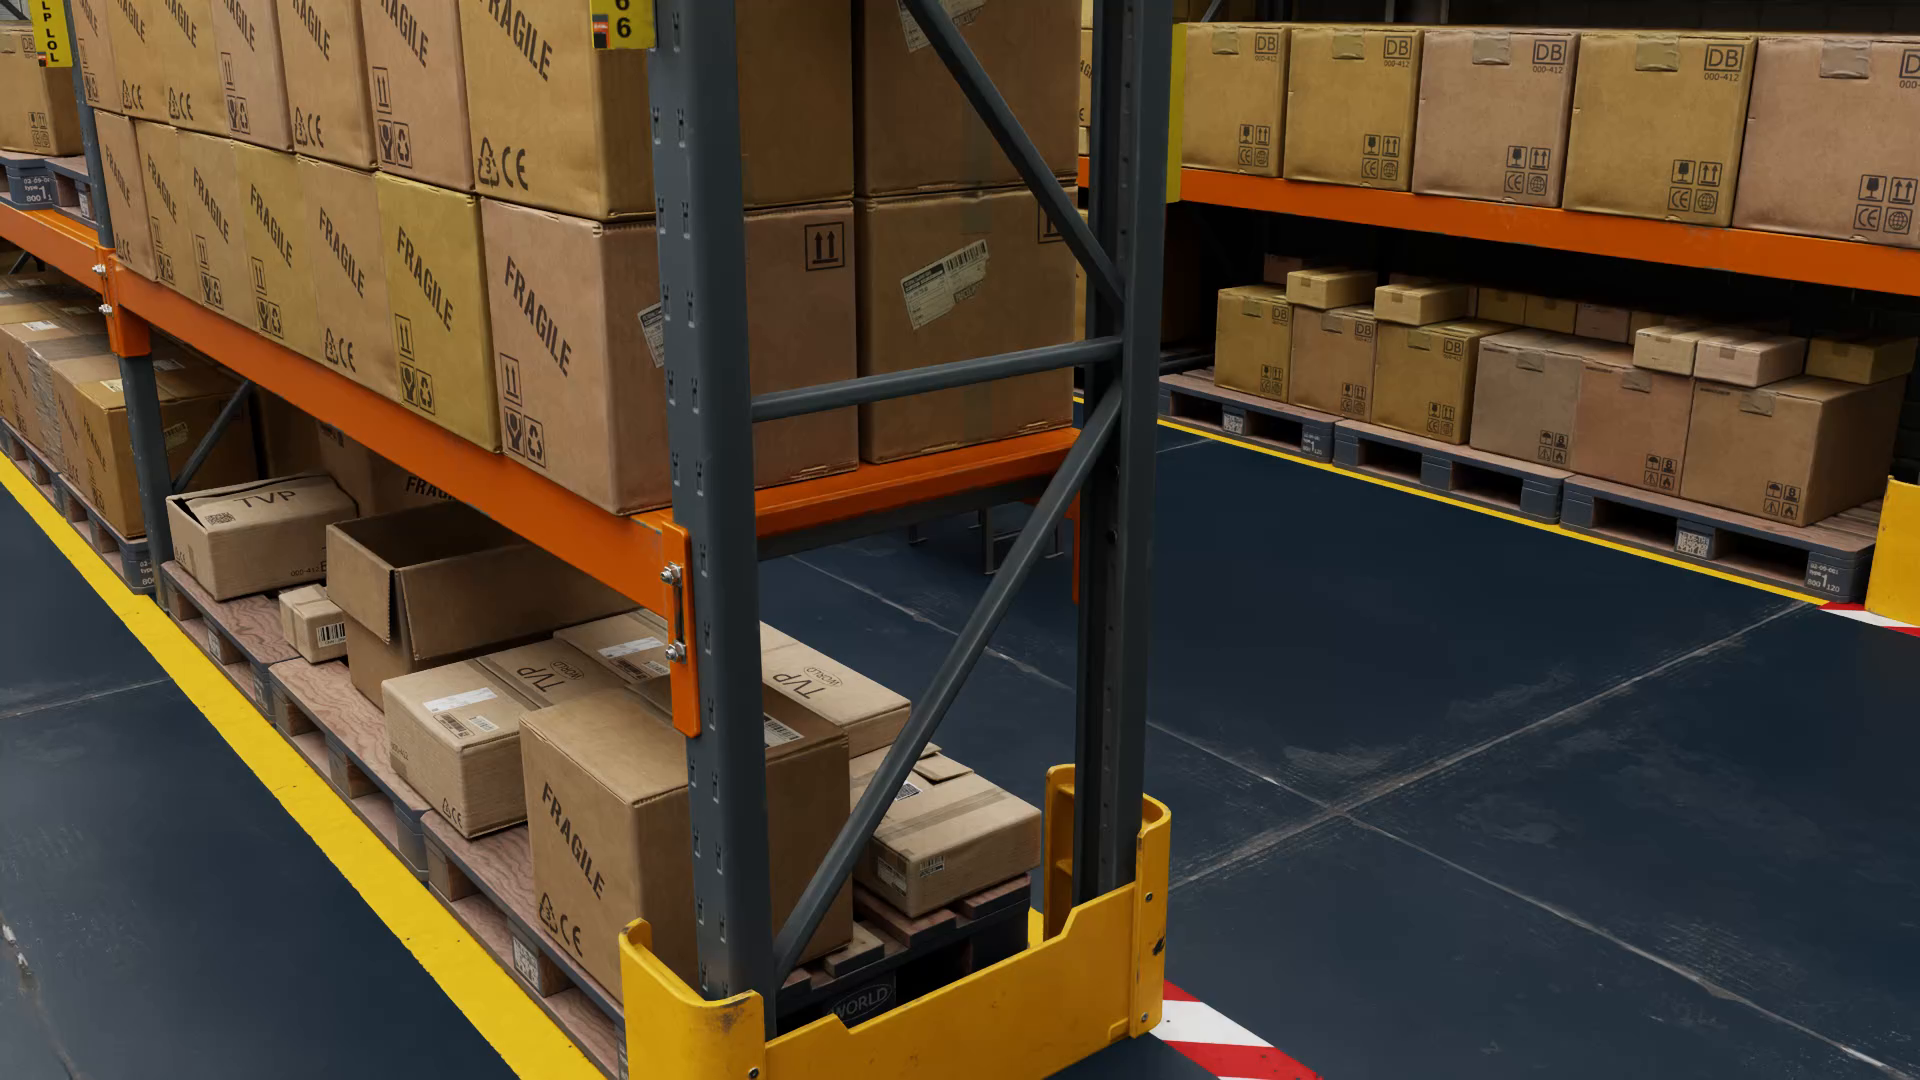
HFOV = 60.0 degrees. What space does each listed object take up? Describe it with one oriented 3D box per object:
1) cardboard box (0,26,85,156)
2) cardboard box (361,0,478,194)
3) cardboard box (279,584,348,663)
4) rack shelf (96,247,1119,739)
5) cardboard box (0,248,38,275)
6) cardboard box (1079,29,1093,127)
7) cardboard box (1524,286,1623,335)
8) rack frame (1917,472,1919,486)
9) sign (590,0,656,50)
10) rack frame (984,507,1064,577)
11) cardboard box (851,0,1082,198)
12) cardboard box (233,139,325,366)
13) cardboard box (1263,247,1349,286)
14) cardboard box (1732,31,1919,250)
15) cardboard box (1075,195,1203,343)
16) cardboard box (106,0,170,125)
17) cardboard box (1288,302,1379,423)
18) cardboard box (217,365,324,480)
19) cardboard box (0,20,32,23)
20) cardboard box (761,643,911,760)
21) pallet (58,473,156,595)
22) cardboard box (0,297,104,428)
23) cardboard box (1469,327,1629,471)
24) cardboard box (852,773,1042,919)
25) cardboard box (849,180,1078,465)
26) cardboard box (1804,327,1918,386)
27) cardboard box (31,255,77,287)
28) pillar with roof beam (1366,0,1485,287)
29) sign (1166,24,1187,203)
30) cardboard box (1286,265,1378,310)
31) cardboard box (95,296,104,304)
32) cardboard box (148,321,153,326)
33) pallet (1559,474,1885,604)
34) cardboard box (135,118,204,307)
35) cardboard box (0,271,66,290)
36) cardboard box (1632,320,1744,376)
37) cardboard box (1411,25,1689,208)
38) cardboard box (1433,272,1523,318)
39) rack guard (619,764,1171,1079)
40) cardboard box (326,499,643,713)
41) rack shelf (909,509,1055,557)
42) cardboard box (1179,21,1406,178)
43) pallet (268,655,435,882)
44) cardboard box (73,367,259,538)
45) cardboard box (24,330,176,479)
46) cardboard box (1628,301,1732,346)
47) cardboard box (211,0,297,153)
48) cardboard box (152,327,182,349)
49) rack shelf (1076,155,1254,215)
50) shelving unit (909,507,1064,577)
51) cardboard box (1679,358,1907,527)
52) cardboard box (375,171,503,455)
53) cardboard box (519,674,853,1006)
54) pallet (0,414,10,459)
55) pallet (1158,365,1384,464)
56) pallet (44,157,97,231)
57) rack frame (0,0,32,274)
[{"bbox_3d":[-3.673,-1.934,7.104,0.500,0.500,0.700,13,23,35],"label":"cardboard box"},{"bbox_3d":[-0.850,-0.981,3.302,0.500,0.500,0.500,-13,22,-35],"label":"cardboard box"},{"bbox_3d":[-1.892,0.229,5.206,0.380,0.166,0.250,-14,23,-36],"label":"cardboard box"},{"bbox_3d":[-1.286,-0.429,4.532,1.077,0.370,4.000,-14,23,-36],"label":"rack shelf"},{"bbox_3d":[-5.529,-1.491,9.406,0.500,0.311,0.500,-13,22,-35],"label":"cardboard box"},{"bbox_3d":[0.869,-2.494,8.959,0.500,0.500,0.500,-14,23,-37],"label":"cardboard box"},{"bbox_3d":[2.770,-1.040,7.507,0.380,0.149,0.250,-14,23,-36],"label":"cardboard box"},{"bbox_3d":[3.837,-1.246,5.853,1.000,3.000,0.127,-14,23,-36],"label":"rack frame"},{"bbox_3d":[-0.492,-0.874,2.386,0.100,0.325,0.005,-14,23,-36],"label":"sign"},{"bbox_3d":[0.254,-0.896,6.228,0.400,2.100,0.015,-14,23,-36],"label":"rack frame"},{"bbox_3d":[-0.113,-0.961,3.243,0.500,0.500,0.500,-13,22,-34],"label":"cardboard box"},{"bbox_3d":[-1.479,-0.758,4.221,0.500,0.500,0.500,-14,23,-37],"label":"cardboard box"},{"bbox_3d":[1.803,-1.422,8.662,0.380,0.149,0.250,-14,23,-36],"label":"cardboard box"},{"bbox_3d":[3.512,-1.512,6.179,0.980,0.700,0.700,-13,22,-34],"label":"cardboard box"},{"bbox_3d":[0.848,-1.545,9.509,0.750,0.750,0.750,-14,23,-35],"label":"cardboard box"},{"bbox_3d":[-2.135,-1.488,4.834,0.500,0.500,0.500,-15,23,-38],"label":"cardboard box"},{"bbox_3d":[2.047,-0.915,8.164,0.700,0.500,0.500,-14,23,-37],"label":"cardboard box"},{"bbox_3d":[-2.637,-0.453,6.734,0.500,0.500,0.500,-15,24,-39],"label":"cardboard box"},{"bbox_3d":[-4.532,-2.363,8.400,0.500,0.500,0.700,11,21,30],"label":"cardboard box"},{"bbox_3d":[-0.470,0.506,4.237,0.500,0.250,0.500,-14,23,-36],"label":"cardboard box"},{"bbox_3d":[-3.062,-0.133,6.928,1.003,0.211,1.213,-14,23,-36],"label":"pallet"},{"bbox_3d":[-4.316,-0.851,7.938,0.500,0.500,0.500,-14,23,-37],"label":"cardboard box"},{"bbox_3d":[2.700,-0.659,7.388,0.700,0.500,0.500,-15,23,-38],"label":"cardboard box"},{"bbox_3d":[-0.035,0.696,3.823,0.380,0.149,0.250,-14,23,-36],"label":"cardboard box"},{"bbox_3d":[-0.113,-0.486,3.400,0.500,0.500,0.500,-13,23,-35],"label":"cardboard box"},{"bbox_3d":[3.558,-0.728,6.565,0.380,0.149,0.250,-14,23,-36],"label":"cardboard box"},{"bbox_3d":[-5.106,-1.596,9.725,0.500,0.311,0.500,-13,22,-34],"label":"cardboard box"},{"bbox_3d":[-0.909,-4.235,5.338,9.100,9.000,0.400,-14,23,-36],"label":"pillar with roof beam"},{"bbox_3d":[0.381,-0.795,3.114,0.100,0.325,0.005,-14,23,-36],"label":"sign"},{"bbox_3d":[1.807,-1.228,8.075,0.380,0.149,0.250,-13,22,-34],"label":"cardboard box"},{"bbox_3d":[-3.925,-0.959,8.264,0.500,0.500,0.500,-15,24,-38],"label":"cardboard box"},{"bbox_3d":[-3.570,-1.179,7.734,0.500,0.250,0.500,-15,23,-37],"label":"cardboard box"},{"bbox_3d":[3.279,-0.104,6.840,1.003,0.211,1.213,-14,23,-36],"label":"pallet"},{"bbox_3d":[-2.104,-1.007,4.972,0.500,0.500,0.500,-13,23,-35],"label":"cardboard box"},{"bbox_3d":[-4.953,-1.104,8.700,0.500,0.500,0.500,-13,22,-34],"label":"cardboard box"},{"bbox_3d":[2.942,-0.778,6.718,0.380,0.149,0.250,-13,22,-35],"label":"cardboard box"},{"bbox_3d":[2.586,-1.879,7.287,0.980,0.700,0.700,-15,24,-39],"label":"cardboard box"},{"bbox_3d":[2.452,-1.166,7.887,0.380,0.149,0.250,-14,23,-36],"label":"cardboard box"},{"bbox_3d":[-0.091,0.890,3.380,1.175,0.500,0.348,-14,23,-36],"label":"rack guard"},{"bbox_3d":[-1.357,0.174,4.835,0.797,0.503,0.637,-14,23,-36],"label":"cardboard box"},{"bbox_3d":[0.103,-0.279,6.634,0.431,0.518,0.480,-14,23,-36],"label":"rack shelf"},{"bbox_3d":[1.677,-2.237,8.369,0.980,0.700,0.700,-14,23,-35],"label":"cardboard box"},{"bbox_3d":[-1.340,0.530,4.925,1.003,0.211,1.213,-14,23,-36],"label":"pallet"},{"bbox_3d":[-3.059,-0.352,6.429,0.500,0.500,0.500,-14,23,-36],"label":"cardboard box"},{"bbox_3d":[-3.670,-0.599,7.175,0.500,0.500,0.500,-14,23,-35],"label":"cardboard box"},{"bbox_3d":[3.088,-0.914,7.128,0.380,0.149,0.250,-14,23,-36],"label":"cardboard box"},{"bbox_3d":[-1.495,-1.234,4.067,0.500,0.500,0.500,-13,22,-34],"label":"cardboard box"},{"bbox_3d":[-3.281,-0.707,7.501,0.500,0.500,0.500,-14,23,-35],"label":"cardboard box"},{"bbox_3d":[0.111,-2.383,10.431,1.077,0.370,4.000,-14,23,-36],"label":"rack shelf"},{"bbox_3d":[0.103,-0.956,6.409,0.431,2.100,0.503,-14,23,-36],"label":"shelving unit"},{"bbox_3d":[3.324,-0.411,6.642,0.700,0.500,0.500,-14,23,-36],"label":"cardboard box"},{"bbox_3d":[-0.860,-0.510,3.471,0.500,0.500,0.500,-14,23,-36],"label":"cardboard box"},{"bbox_3d":[-0.575,0.614,3.514,0.500,0.500,0.500,-14,23,-36],"label":"cardboard box"},{"bbox_3d":[-4.577,-0.734,8.744,1.003,0.211,1.213,-14,23,-36],"label":"pallet"},{"bbox_3d":[1.764,-0.705,8.656,1.003,0.211,1.213,-14,23,-36],"label":"pallet"},{"bbox_3d":[-2.938,-1.391,6.596,1.003,0.211,1.213,-14,23,-36],"label":"pallet"},{"bbox_3d":[-5.011,-2.249,8.884,1.000,3.000,0.127,-14,23,-36],"label":"rack frame"}]
